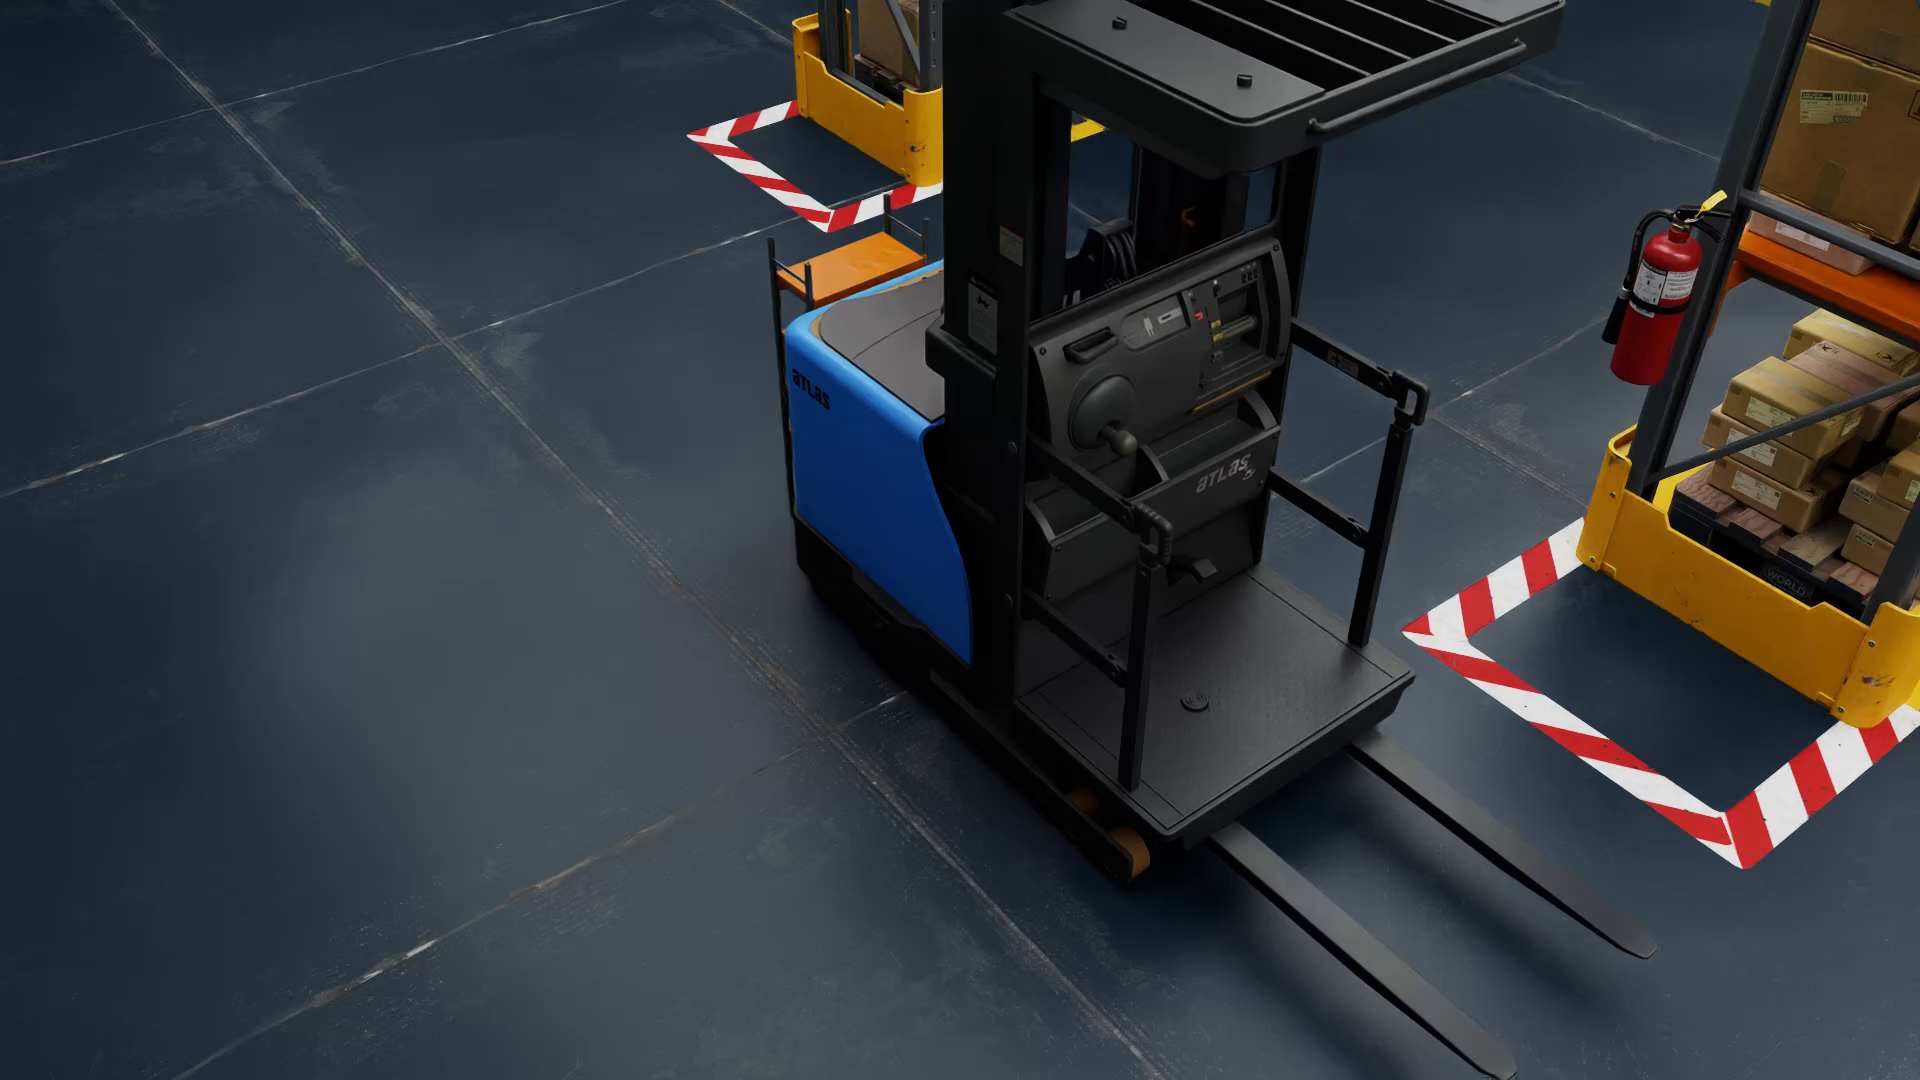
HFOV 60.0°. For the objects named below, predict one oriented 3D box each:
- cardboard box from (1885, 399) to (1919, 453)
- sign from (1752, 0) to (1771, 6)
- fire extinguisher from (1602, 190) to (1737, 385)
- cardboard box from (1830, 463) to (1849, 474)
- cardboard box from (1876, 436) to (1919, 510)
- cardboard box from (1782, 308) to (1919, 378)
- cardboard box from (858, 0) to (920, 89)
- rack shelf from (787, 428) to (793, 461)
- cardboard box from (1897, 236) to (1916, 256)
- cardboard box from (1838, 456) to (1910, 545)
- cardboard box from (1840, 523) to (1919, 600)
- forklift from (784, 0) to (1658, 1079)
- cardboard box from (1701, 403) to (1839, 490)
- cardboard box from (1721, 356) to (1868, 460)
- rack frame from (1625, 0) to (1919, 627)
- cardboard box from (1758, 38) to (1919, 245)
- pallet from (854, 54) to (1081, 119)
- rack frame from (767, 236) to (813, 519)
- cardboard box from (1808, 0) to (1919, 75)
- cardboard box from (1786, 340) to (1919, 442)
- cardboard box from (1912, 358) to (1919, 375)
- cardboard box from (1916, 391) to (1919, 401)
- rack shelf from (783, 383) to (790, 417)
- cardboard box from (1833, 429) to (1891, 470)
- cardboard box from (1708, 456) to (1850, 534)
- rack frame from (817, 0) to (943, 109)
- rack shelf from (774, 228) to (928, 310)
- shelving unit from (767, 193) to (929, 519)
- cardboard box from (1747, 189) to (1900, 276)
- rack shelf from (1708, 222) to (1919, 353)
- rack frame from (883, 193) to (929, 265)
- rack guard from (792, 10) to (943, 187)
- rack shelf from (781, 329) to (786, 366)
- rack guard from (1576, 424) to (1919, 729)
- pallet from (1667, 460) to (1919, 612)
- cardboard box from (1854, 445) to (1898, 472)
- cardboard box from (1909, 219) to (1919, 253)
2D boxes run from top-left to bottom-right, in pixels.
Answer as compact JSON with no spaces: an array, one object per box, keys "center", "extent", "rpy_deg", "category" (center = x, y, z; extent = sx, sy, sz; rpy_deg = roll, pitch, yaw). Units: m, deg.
[{"center":[3.462,-0.339,5.745],"extent":[0.250,0.149,0.380],"rpy_deg":[-25,46,-27],"category":"cardboard box"},{"center":[2.372,-1.706,4.803],"extent":[0.005,0.325,0.100],"rpy_deg":[-26,46,-28],"category":"sign"},{"center":[2.213,-0.810,5.228],"extent":[0.183,0.674,0.296],"rpy_deg":[-26,46,-28],"category":"fire extinguisher"},{"center":[3.127,-0.369,6.251],"extent":[0.250,0.149,0.380],"rpy_deg":[-25,45,-27],"category":"cardboard box"},{"center":[3.317,-0.172,5.542],"extent":[0.250,0.149,0.380],"rpy_deg":[-28,47,-30],"category":"cardboard box"},{"center":[3.322,-0.704,6.191],"extent":[0.250,0.149,0.380],"rpy_deg":[-27,46,-29],"category":"cardboard box"},{"center":[0.060,-2.777,8.959],"extent":[0.875,0.438,0.875],"rpy_deg":[-28,47,-29],"category":"cardboard box"},{"center":[-0.379,-0.391,6.199],"extent":[0.480,0.148,0.258],"rpy_deg":[-27,46,-29],"category":"rack shelf"},{"center":[3.001,-1.098,5.421],"extent":[0.250,0.149,0.380],"rpy_deg":[-26,46,-28],"category":"cardboard box"},{"center":[3.266,-0.098,5.687],"extent":[0.250,0.149,0.380],"rpy_deg":[-24,45,-26],"category":"cardboard box"},{"center":[3.305,0.049,5.742],"extent":[0.250,0.149,0.380],"rpy_deg":[-25,46,-27],"category":"cardboard box"},{"center":[0.712,-0.471,4.513],"extent":[1.130,2.935,3.031],"rpy_deg":[-26,46,-28],"category":"forklift"},{"center":[2.939,-0.372,6.021],"extent":[0.250,0.149,0.380],"rpy_deg":[-27,47,-29],"category":"cardboard box"},{"center":[2.960,-0.472,5.908],"extent":[0.250,0.149,0.380],"rpy_deg":[-25,46,-28],"category":"cardboard box"},{"center":[2.694,-0.850,4.921],"extent":[0.127,3.000,1.000],"rpy_deg":[-26,46,-28],"category":"rack frame"},{"center":[2.894,-1.306,5.164],"extent":[0.500,0.500,0.500],"rpy_deg":[-25,46,-27],"category":"cardboard box"},{"center":[0.184,-2.570,9.217],"extent":[1.213,0.211,1.003],"rpy_deg":[-26,46,-28],"category":"pallet"},{"center":[-0.570,-0.500,5.913],"extent":[0.015,1.200,0.240],"rpy_deg":[-27,46,-29],"category":"rack frame"},{"center":[2.906,-1.692,4.846],"extent":[0.500,0.500,0.500],"rpy_deg":[-27,46,-29],"category":"cardboard box"},{"center":[3.194,-0.540,5.991],"extent":[0.250,0.149,0.380],"rpy_deg":[-25,46,-27],"category":"cardboard box"},{"center":[3.566,-0.772,6.274],"extent":[0.250,0.149,0.380],"rpy_deg":[-28,47,-30],"category":"cardboard box"},{"center":[3.626,-0.626,6.330],"extent":[0.250,0.149,0.380],"rpy_deg":[-27,46,-29],"category":"cardboard box"},{"center":[-0.379,-0.544,6.073],"extent":[0.480,0.148,0.258],"rpy_deg":[-27,46,-29],"category":"rack shelf"},{"center":[3.179,-0.446,6.111],"extent":[0.250,0.149,0.380],"rpy_deg":[-27,47,-29],"category":"cardboard box"},{"center":[2.985,-0.218,6.068],"extent":[0.250,0.149,0.380],"rpy_deg":[-25,46,-27],"category":"cardboard box"},{"center":[-0.402,-3.300,7.908],"extent":[0.127,3.000,1.000],"rpy_deg":[-26,46,-28],"category":"rack frame"},{"center":[-0.379,-0.900,5.782],"extent":[0.480,0.148,0.258],"rpy_deg":[-27,46,-29],"category":"rack shelf"},{"center":[-0.379,-0.596,6.031],"extent":[0.503,1.200,0.258],"rpy_deg":[-27,46,-29],"category":"shelving unit"},{"center":[2.781,-1.021,5.327],"extent":[0.250,0.149,0.380],"rpy_deg":[-26,46,-28],"category":"cardboard box"},{"center":[4.280,-1.345,6.091],"extent":[4.000,0.370,1.077],"rpy_deg":[-26,46,-28],"category":"rack shelf"},{"center":[-0.189,-0.693,6.149],"extent":[0.015,1.200,0.240],"rpy_deg":[-27,46,-29],"category":"rack frame"},{"center":[-0.421,-2.324,8.689],"extent":[0.348,0.500,1.175],"rpy_deg":[-26,46,-28],"category":"rack guard"},{"center":[-0.379,-0.717,5.932],"extent":[0.480,0.148,0.258],"rpy_deg":[-27,46,-29],"category":"rack shelf"},{"center":[2.755,0.087,5.749],"extent":[0.348,0.500,1.175],"rpy_deg":[-26,46,-28],"category":"rack guard"},{"center":[3.420,-0.097,6.202],"extent":[1.213,0.211,1.003],"rpy_deg":[-26,46,-28],"category":"pallet"},{"center":[3.389,-0.427,6.322],"extent":[0.250,0.149,0.380],"rpy_deg":[-26,46,-28],"category":"cardboard box"},{"center":[3.219,-1.038,4.837],"extent":[0.500,0.500,0.500],"rpy_deg":[-24,45,-26],"category":"cardboard box"}]
